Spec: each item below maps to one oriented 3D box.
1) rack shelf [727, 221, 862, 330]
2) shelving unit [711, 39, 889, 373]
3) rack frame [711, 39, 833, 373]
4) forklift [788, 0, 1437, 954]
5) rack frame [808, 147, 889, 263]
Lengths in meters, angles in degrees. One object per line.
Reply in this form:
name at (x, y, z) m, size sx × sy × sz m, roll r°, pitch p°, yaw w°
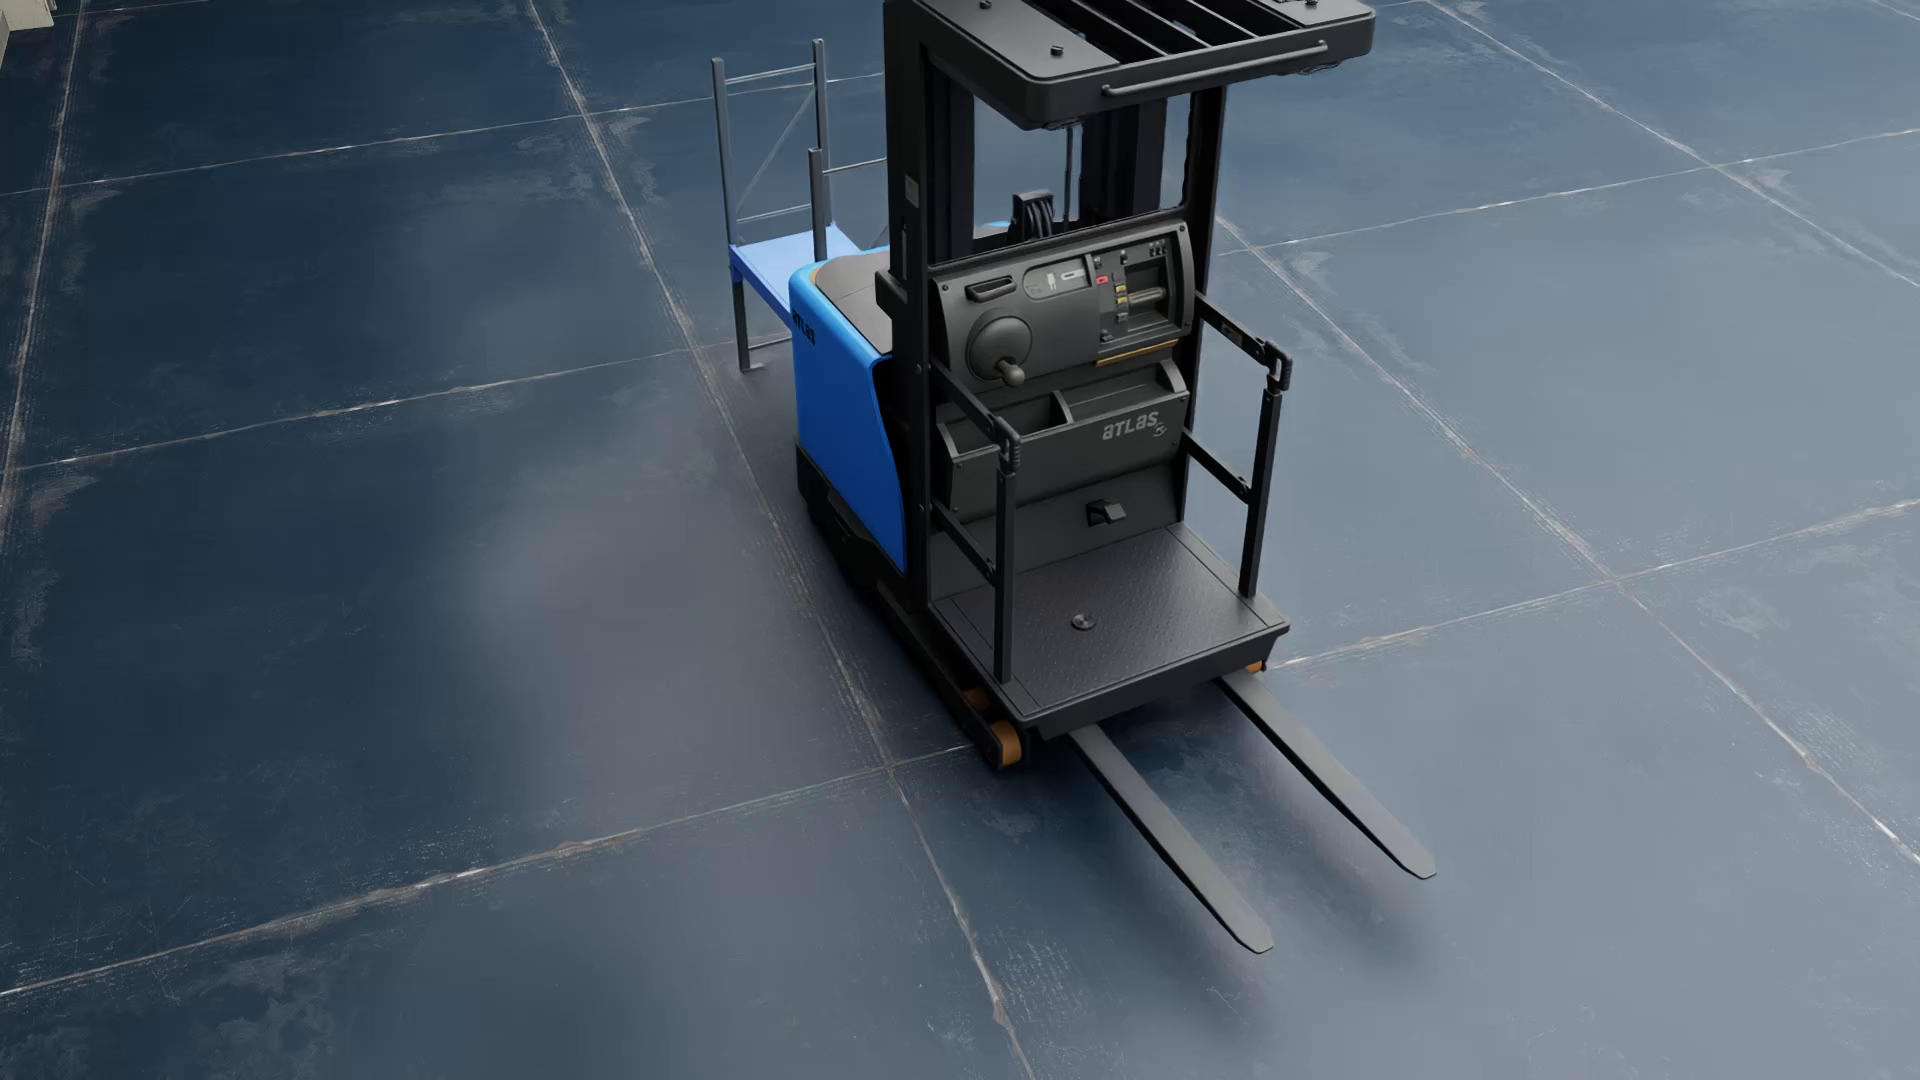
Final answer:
rack shelf at (-0.572, -1.046, 7.191) m, size 0.538 × 0.185 × 1.000 m, roll -17°, pitch 40°, yaw -22°
shelving unit at (-0.572, -1.190, 7.083) m, size 0.538 × 1.500 × 1.048 m, roll -17°, pitch 40°, yaw -22°
rack frame at (-0.807, -1.461, 7.443) m, size 0.500 × 1.500 × 0.032 m, roll -17°, pitch 40°, yaw -22°
forklift at (0.455, -0.699, 5.242) m, size 1.130 × 2.935 × 3.031 m, roll -17°, pitch 40°, yaw -22°
rack frame at (-0.337, -0.918, 6.723) m, size 0.500 × 1.500 × 0.032 m, roll -17°, pitch 40°, yaw -22°
